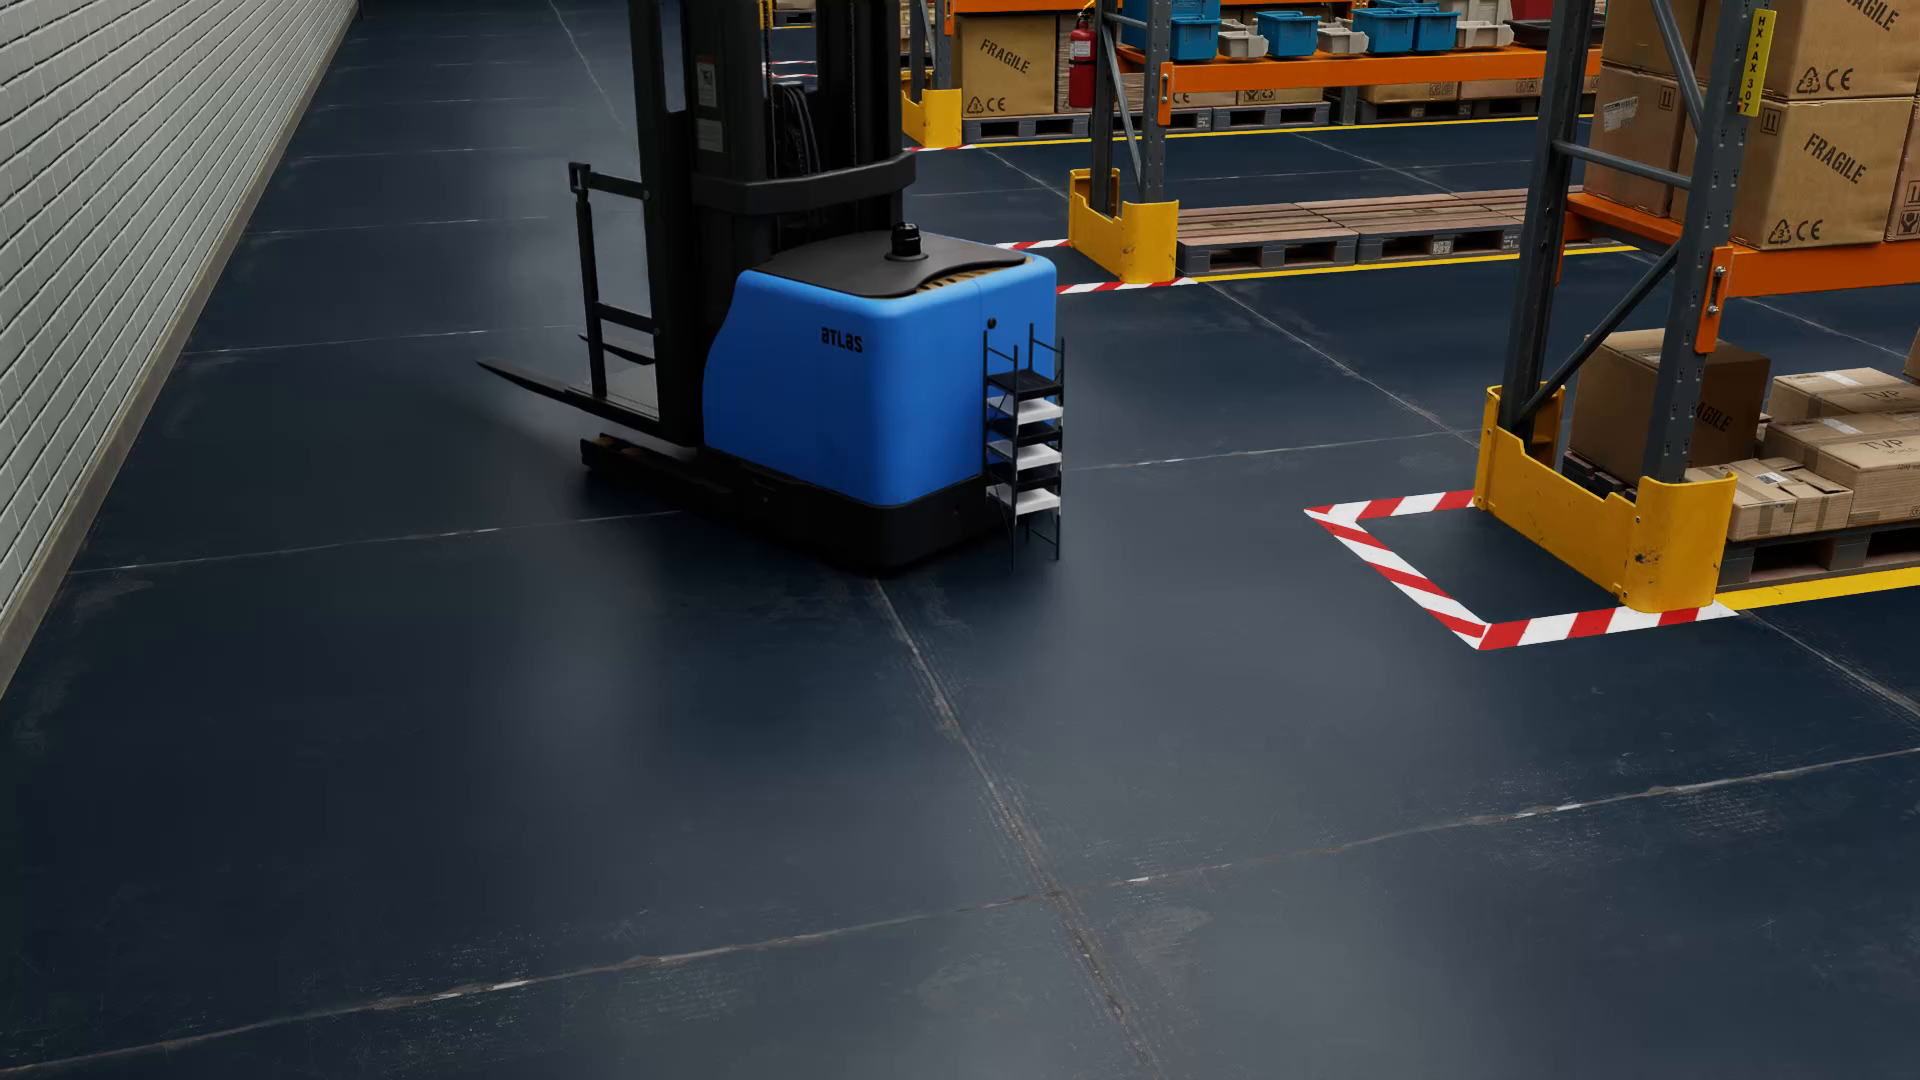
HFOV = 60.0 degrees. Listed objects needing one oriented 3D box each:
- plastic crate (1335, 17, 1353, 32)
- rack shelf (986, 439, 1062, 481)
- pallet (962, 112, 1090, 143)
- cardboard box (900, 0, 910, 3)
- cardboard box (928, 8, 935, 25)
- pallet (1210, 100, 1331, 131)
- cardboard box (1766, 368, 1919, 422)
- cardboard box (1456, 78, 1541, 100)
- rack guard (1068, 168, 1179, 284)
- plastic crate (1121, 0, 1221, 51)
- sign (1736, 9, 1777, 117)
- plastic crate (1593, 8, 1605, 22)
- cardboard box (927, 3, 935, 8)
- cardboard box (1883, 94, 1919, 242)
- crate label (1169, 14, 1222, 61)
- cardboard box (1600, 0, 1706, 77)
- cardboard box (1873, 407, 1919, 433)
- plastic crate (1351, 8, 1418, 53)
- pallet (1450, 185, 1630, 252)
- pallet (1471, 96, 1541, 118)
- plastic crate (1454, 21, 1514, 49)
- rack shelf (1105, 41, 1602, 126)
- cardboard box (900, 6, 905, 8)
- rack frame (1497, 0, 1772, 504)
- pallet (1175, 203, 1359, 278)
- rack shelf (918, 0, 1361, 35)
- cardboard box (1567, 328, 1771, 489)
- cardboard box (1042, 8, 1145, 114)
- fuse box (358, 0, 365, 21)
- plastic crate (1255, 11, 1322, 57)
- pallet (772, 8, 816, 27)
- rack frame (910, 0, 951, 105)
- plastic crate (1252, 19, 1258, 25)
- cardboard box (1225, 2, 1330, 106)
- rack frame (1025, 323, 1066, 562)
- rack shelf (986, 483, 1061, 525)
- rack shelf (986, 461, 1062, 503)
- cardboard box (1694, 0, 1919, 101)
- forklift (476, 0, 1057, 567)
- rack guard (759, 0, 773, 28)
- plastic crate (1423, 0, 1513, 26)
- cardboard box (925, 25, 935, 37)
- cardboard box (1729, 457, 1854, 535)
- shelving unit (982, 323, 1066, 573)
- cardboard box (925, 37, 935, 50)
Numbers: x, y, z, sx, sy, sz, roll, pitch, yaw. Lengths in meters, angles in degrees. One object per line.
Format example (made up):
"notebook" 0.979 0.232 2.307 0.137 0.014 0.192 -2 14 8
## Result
"plastic crate" 2.628 -3.382 11.005 0.250 0.136 0.298 -6 24 -14
"rack shelf" 0.237 -0.318 6.346 0.200 0.077 0.258 -13 26 -27
"pallet" 0.478 -3.931 15.562 1.213 0.211 1.003 -6 24 -14
"cardboard box" -0.592 -8.180 24.645 0.875 0.438 0.875 -7 24 -16
"cardboard box" -0.407 -6.128 19.474 0.250 0.149 0.380 -6 24 -15
"pallet" 2.827 -4.191 16.168 1.213 0.211 1.003 -6 24 -14
"cardboard box" 3.781 -0.516 6.996 0.500 0.250 0.500 -6 24 -14
"cardboard box" 5.052 -4.912 16.473 0.875 0.875 1.225 -7 24 -16
"rack guard" 1.048 -2.061 10.838 0.348 0.500 1.175 -6 24 -14
"plastic crate" 1.339 -3.368 10.592 0.499 0.435 0.616 -6 24 -14
"sign" 2.548 -1.528 5.328 0.005 0.325 0.100 -6 24 -14
"plastic crate" 4.432 -3.555 11.406 0.243 0.136 0.396 -6 24 -14
"cardboard box" -0.333 -6.385 20.073 0.250 0.149 0.380 -7 24 -16
"cardboard box" 3.395 -1.387 5.969 0.500 0.500 0.500 -7 24 -15
"crate label" 1.394 -3.069 10.154 0.303 0.233 0.416 -6 24 -14
"cardboard box" 2.756 -1.994 6.116 0.500 0.500 0.500 -7 24 -15
"cardboard box" 3.965 -0.332 6.566 0.500 0.250 0.500 -6 24 -14
"plastic crate" 2.662 -3.210 10.480 0.300 0.233 0.416 -6 24 -14
"pallet" 4.221 -2.269 11.688 1.213 0.211 1.003 -6 24 -14
"pallet" 5.480 -4.485 16.852 1.213 0.211 1.003 -6 24 -14
"plastic crate" 3.323 -3.250 10.697 0.466 0.136 0.293 -6 24 -14
"rack shelf" 2.993 -3.100 11.001 4.000 0.370 1.077 -6 24 -14
"cardboard box" -0.814 -6.306 19.888 0.250 0.149 0.380 -6 24 -13
"rack frame" 2.402 -1.337 5.979 0.127 3.000 1.000 -6 24 -14
"pallet" 1.872 -2.009 11.083 1.213 0.211 1.003 -6 24 -14
"rack shelf" 1.655 -4.980 15.383 4.000 0.370 1.077 -6 24 -14
"cardboard box" 2.859 -0.541 6.738 0.500 0.500 0.500 -6 24 -14
"cardboard box" 1.200 -4.510 15.537 0.875 0.875 0.875 -6 24 -14
"fuse box" -8.797 -8.472 24.242 0.414 1.711 0.539 -6 24 -14
"plastic crate" 2.028 -3.140 10.317 0.300 0.233 0.416 -6 24 -14
"pallet" -2.199 -7.694 24.331 1.213 0.211 1.003 -6 24 -14
"rack frame" -0.271 -5.098 14.745 0.127 3.000 1.000 -6 24 -14
"plastic crate" 2.086 -3.305 10.824 0.243 0.136 0.396 -6 24 -14
"cardboard box" 2.924 -4.701 15.981 0.875 0.875 0.875 -6 24 -14
"rack frame" 0.325 -0.369 6.379 0.006 0.900 0.240 -13 26 -27
"rack shelf" 0.236 -0.153 6.416 0.200 0.077 0.258 -13 26 -27
"rack shelf" 0.236 -0.236 6.381 0.200 0.077 0.258 -13 26 -27
"cardboard box" 2.900 -1.789 5.639 0.500 0.500 0.500 -6 24 -13
"forklift" -1.033 -1.718 6.955 3.031 2.935 1.130 20 30 38
"rack guard" -2.971 -7.709 24.000 0.348 0.500 1.175 -6 24 -14
"plastic crate" 3.399 -3.524 11.151 0.530 0.282 0.437 -6 24 -14
"cardboard box" -0.449 -6.037 19.639 0.250 0.149 0.380 -6 24 -14
"cardboard box" 3.138 -0.177 6.313 0.250 0.166 0.380 -6 24 -14
"shelving unit" 0.237 -0.349 6.333 0.210 0.900 0.258 -13 26 -27
"cardboard box" -0.455 -5.897 19.690 0.250 0.149 0.380 -6 24 -14
